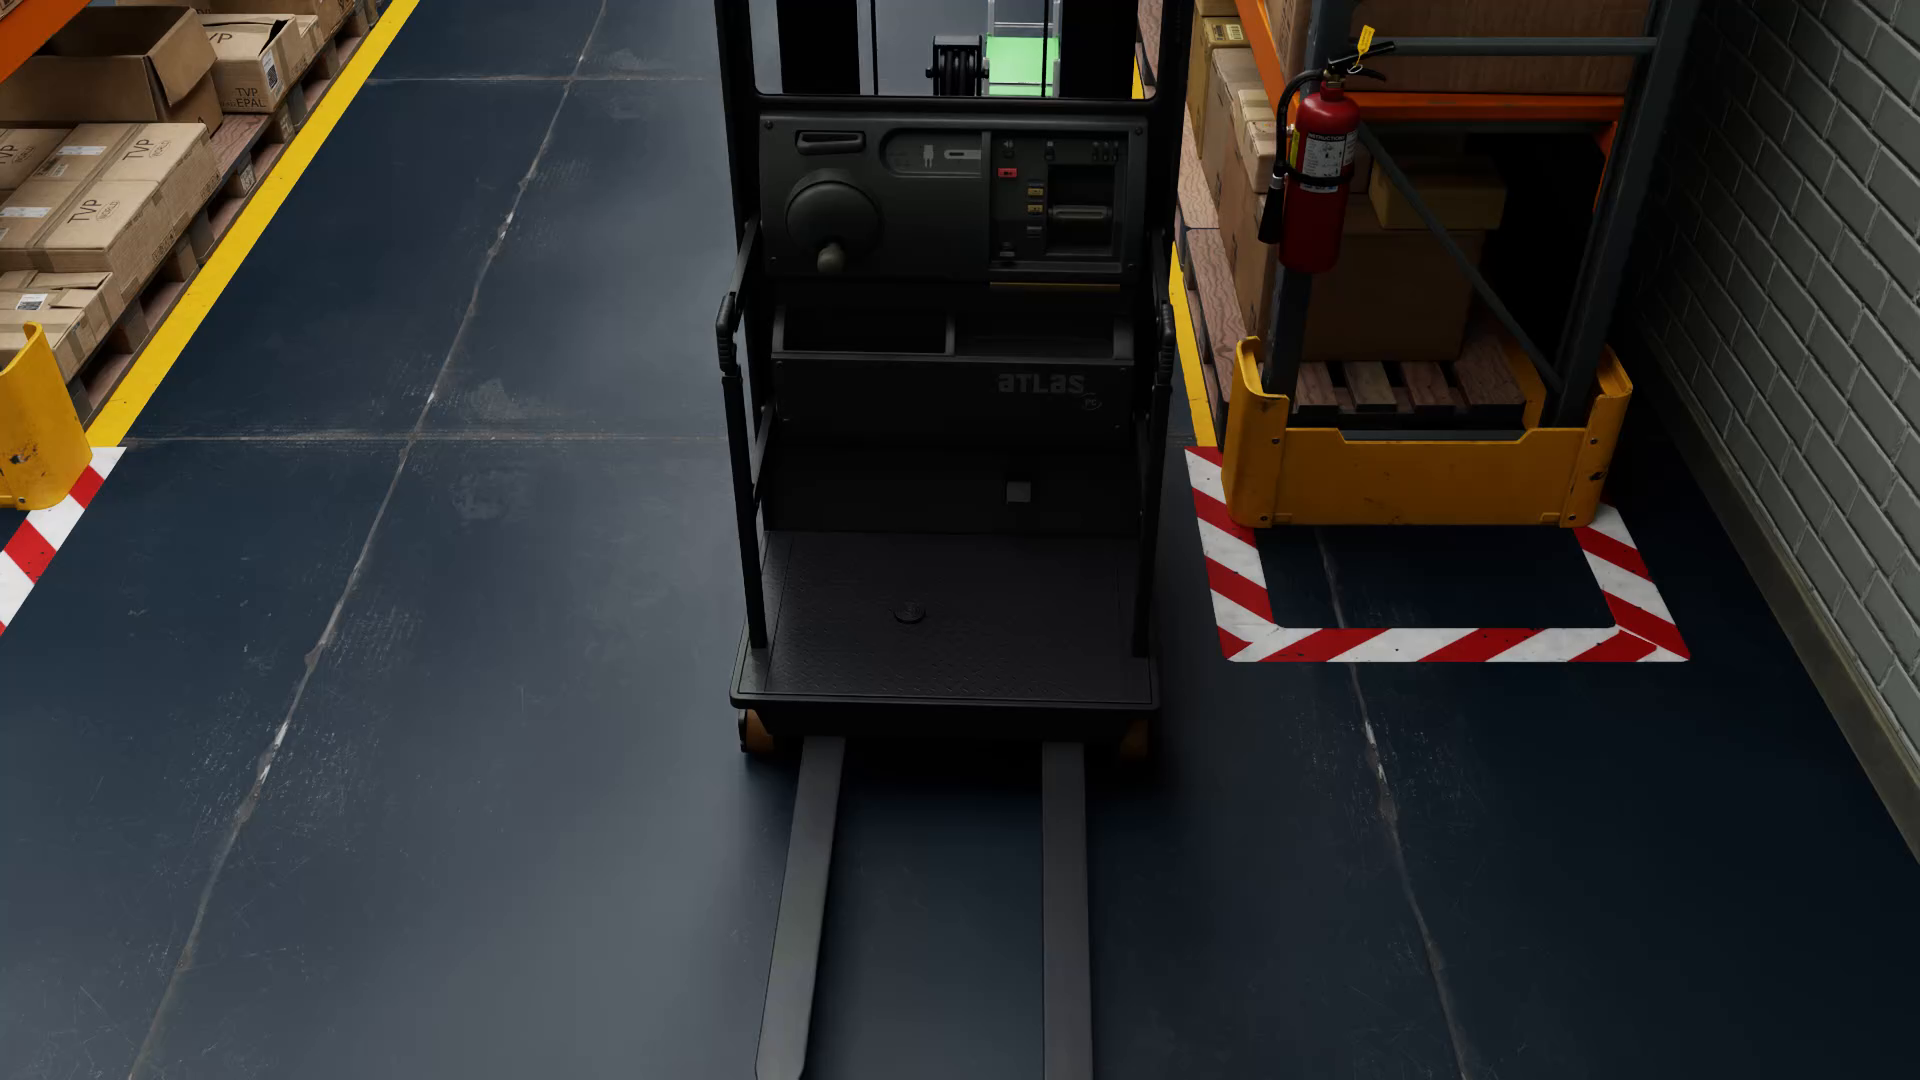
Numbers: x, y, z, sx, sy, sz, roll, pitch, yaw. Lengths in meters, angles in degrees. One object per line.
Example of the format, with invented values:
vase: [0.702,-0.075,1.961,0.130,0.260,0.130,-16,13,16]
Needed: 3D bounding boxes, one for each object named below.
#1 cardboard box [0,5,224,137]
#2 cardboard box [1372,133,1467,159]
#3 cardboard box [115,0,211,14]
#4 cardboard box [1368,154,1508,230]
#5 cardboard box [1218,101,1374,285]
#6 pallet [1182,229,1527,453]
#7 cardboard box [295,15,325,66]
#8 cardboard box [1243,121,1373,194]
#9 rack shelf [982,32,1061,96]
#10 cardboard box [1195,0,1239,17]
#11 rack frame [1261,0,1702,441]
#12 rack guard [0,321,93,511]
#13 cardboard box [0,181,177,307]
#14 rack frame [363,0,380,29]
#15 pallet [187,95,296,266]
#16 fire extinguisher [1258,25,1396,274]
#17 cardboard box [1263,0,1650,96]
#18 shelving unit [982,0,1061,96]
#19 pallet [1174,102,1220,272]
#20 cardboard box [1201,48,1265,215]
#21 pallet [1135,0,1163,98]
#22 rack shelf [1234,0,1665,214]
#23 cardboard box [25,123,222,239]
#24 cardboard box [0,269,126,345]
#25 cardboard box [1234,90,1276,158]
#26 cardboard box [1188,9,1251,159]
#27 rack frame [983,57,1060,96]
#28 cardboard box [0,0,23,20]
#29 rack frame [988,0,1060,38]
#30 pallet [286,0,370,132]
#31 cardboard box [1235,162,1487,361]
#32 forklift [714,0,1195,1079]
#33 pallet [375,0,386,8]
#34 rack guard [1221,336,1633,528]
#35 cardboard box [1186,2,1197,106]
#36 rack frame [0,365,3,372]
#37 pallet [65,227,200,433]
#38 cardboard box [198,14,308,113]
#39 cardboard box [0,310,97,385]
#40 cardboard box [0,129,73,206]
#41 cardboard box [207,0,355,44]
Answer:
cardboard box: [-3.500,-1.850,6.805,0.797,0.503,0.637,0,39,0]
cardboard box: [1.549,-1.450,5.805,0.380,0.149,0.250,0,39,0]
cardboard box: [-3.723,-2.688,8.003,0.500,0.311,0.500,0,39,0]
cardboard box: [1.550,-1.133,5.410,0.380,0.149,0.250,0,39,0]
cardboard box: [1.350,-1.271,6.101,0.700,0.500,0.500,0,39,0]
pallet: [1.372,-0.744,6.010,1.003,0.211,1.213,0,39,0]
cardboard box: [-3.162,-2.296,7.645,0.380,0.149,0.250,0,39,0]
cardboard box: [1.168,-1.292,5.607,0.380,0.149,0.250,0,39,-1]
rack shelf: [0.204,-1.519,5.521,0.258,0.148,0.480,2,39,2]
cardboard box: [1.163,-2.267,6.824,0.380,0.149,0.250,-1,39,-1]
rack frame: [1.451,-1.332,4.514,1.000,3.000,0.127,0,39,0]
rack guard: [-3.503,-0.398,5.347,1.175,0.500,0.348,0,39,0]
cardboard box: [-3.220,-1.078,6.043,0.500,0.250,0.500,0,39,0]
rack frame: [-3.507,-3.828,7.628,1.000,3.000,0.127,0,39,0]
pallet: [-3.503,-1.545,7.010,1.003,0.211,1.213,0,39,0]
fire extinguisher: [0.990,-1.062,4.536,0.296,0.674,0.183,0,39,0]
cardboard box: [1.440,-1.768,4.818,0.980,0.700,0.700,2,39,2]
shelving unit: [0.204,-1.194,5.781,0.258,1.200,0.503,2,39,2]
pallet: [1.373,-1.505,6.959,1.003,0.211,1.213,0,39,0]
cardboard box: [1.348,-1.586,6.493,0.700,0.500,0.500,-1,39,-2]
pallet: [1.369,-2.270,7.914,1.003,0.211,1.213,0,39,0]
rack shelf: [1.449,-2.302,6.299,1.077,0.370,4.000,0,39,0]
cardboard box: [-3.221,-1.391,6.434,0.500,0.250,0.500,0,39,0]
cardboard box: [-3.160,-0.811,5.777,0.380,0.166,0.250,0,39,0]
cardboard box: [1.167,-1.451,5.807,0.380,0.149,0.250,1,39,1]
cardboard box: [1.340,-1.919,6.909,0.700,0.500,0.500,1,39,1]
rack frame: [0.193,-1.042,5.591,0.240,1.200,0.015,2,39,2]
cardboard box: [-3.245,-1.966,5.224,0.500,0.500,0.500,0,39,0]
rack frame: [0.216,-1.347,5.971,0.240,1.200,0.015,2,39,2]
pallet: [-3.507,-2.310,7.964,1.003,0.211,1.213,0,39,0]
cardboard box: [1.350,-0.958,5.710,0.700,0.500,0.500,0,39,0]
forklift: [-0.023,-0.752,3.844,1.130,2.935,3.031,1,39,2]
pallet: [-3.546,-3.248,9.135,1.003,0.211,1.213,0,39,0]
rack guard: [1.451,-0.342,5.277,1.175,0.500,0.348,0,39,0]
cardboard box: [1.342,-2.240,7.310,0.700,0.500,0.500,0,39,-1]
rack frame: [-3.503,-1.326,4.506,1.000,3.000,0.127,0,39,0]
pallet: [-3.505,-0.784,6.060,1.003,0.211,1.213,0,39,0]
cardboard box: [-3.222,-2.125,7.301,0.500,0.311,0.500,0,39,0]
cardboard box: [-3.159,-0.648,5.587,0.380,0.149,0.250,0,39,0]
cardboard box: [-3.721,-1.359,6.394,0.500,0.250,0.500,0,39,0]
cardboard box: [-3.223,-2.668,7.828,0.500,0.500,0.500,0,39,0]
